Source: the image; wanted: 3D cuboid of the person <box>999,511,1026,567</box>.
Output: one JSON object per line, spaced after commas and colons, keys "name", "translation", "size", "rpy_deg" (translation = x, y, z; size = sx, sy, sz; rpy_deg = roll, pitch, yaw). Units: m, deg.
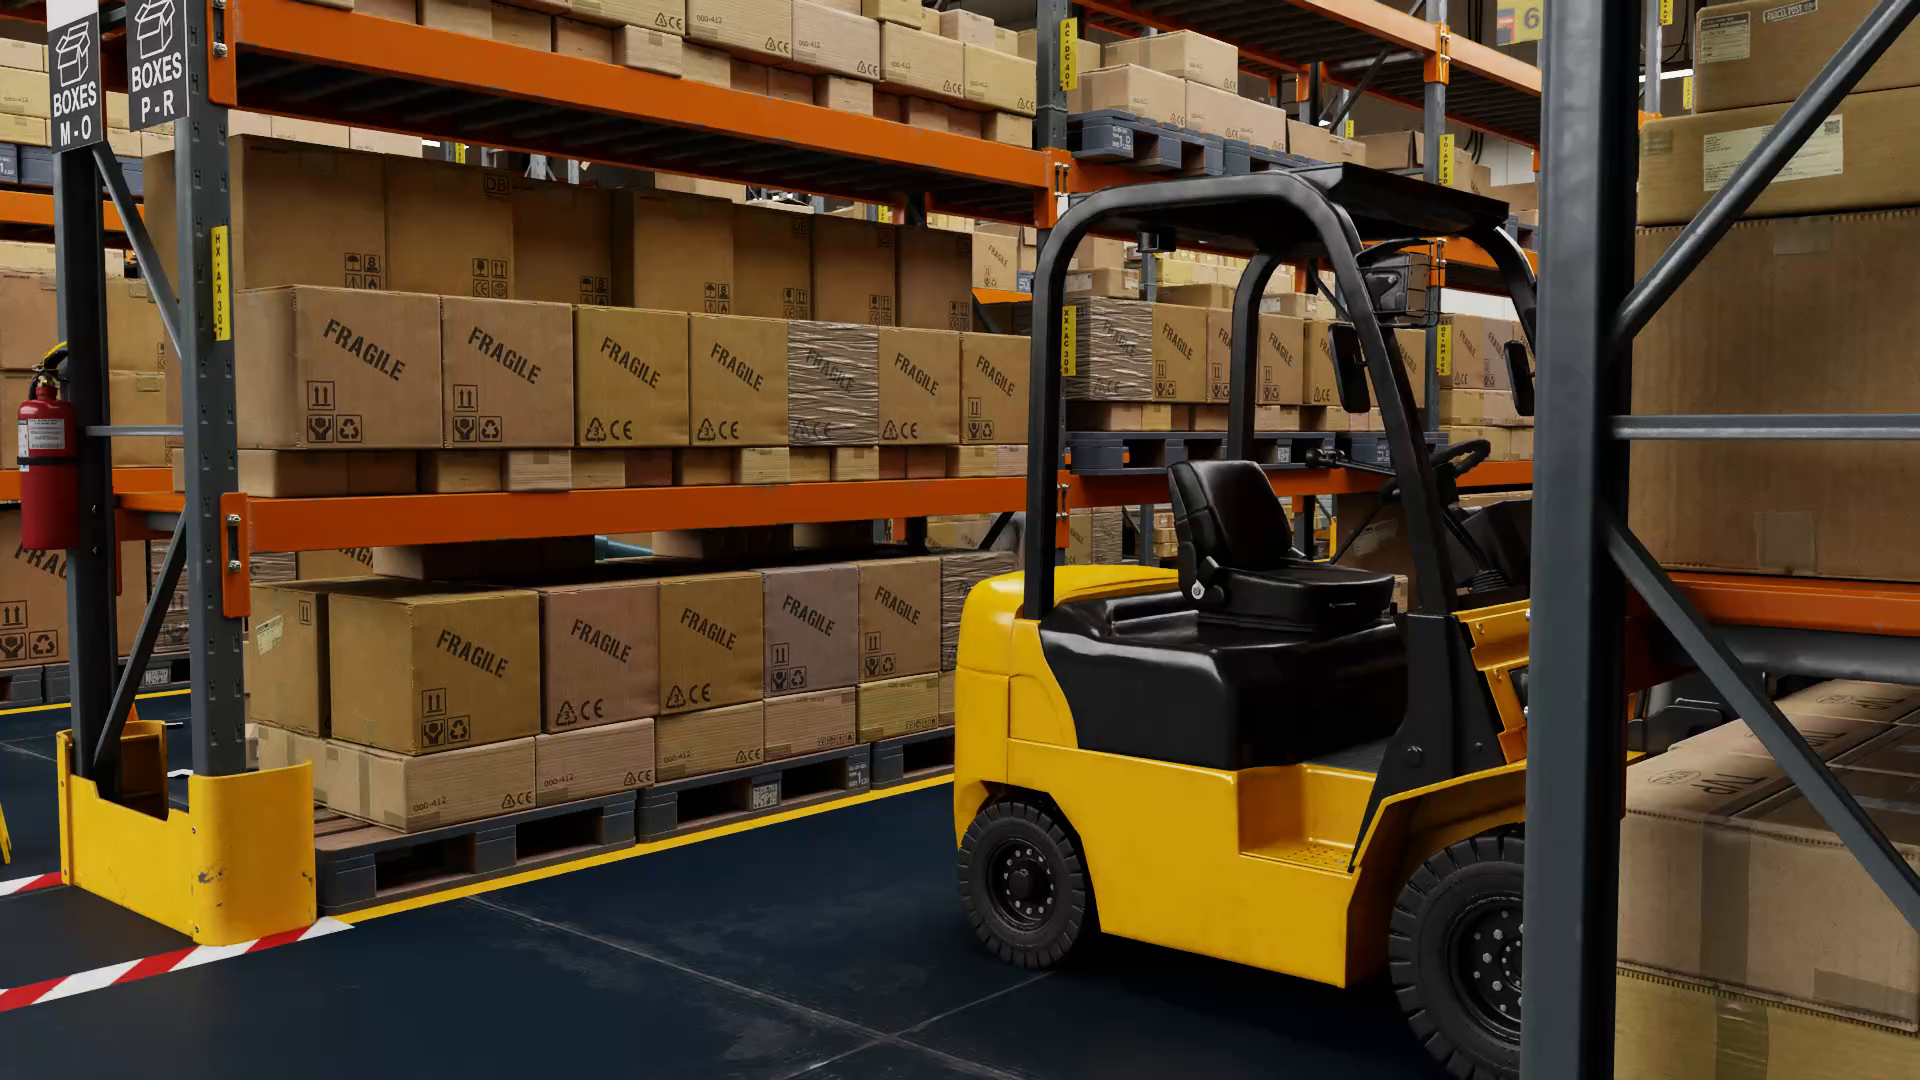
{"name": "person", "translation": [0.440, -0.204, 13.143], "size": [0.488, 1.662, 0.711], "rpy_deg": [3, 5, 39]}
